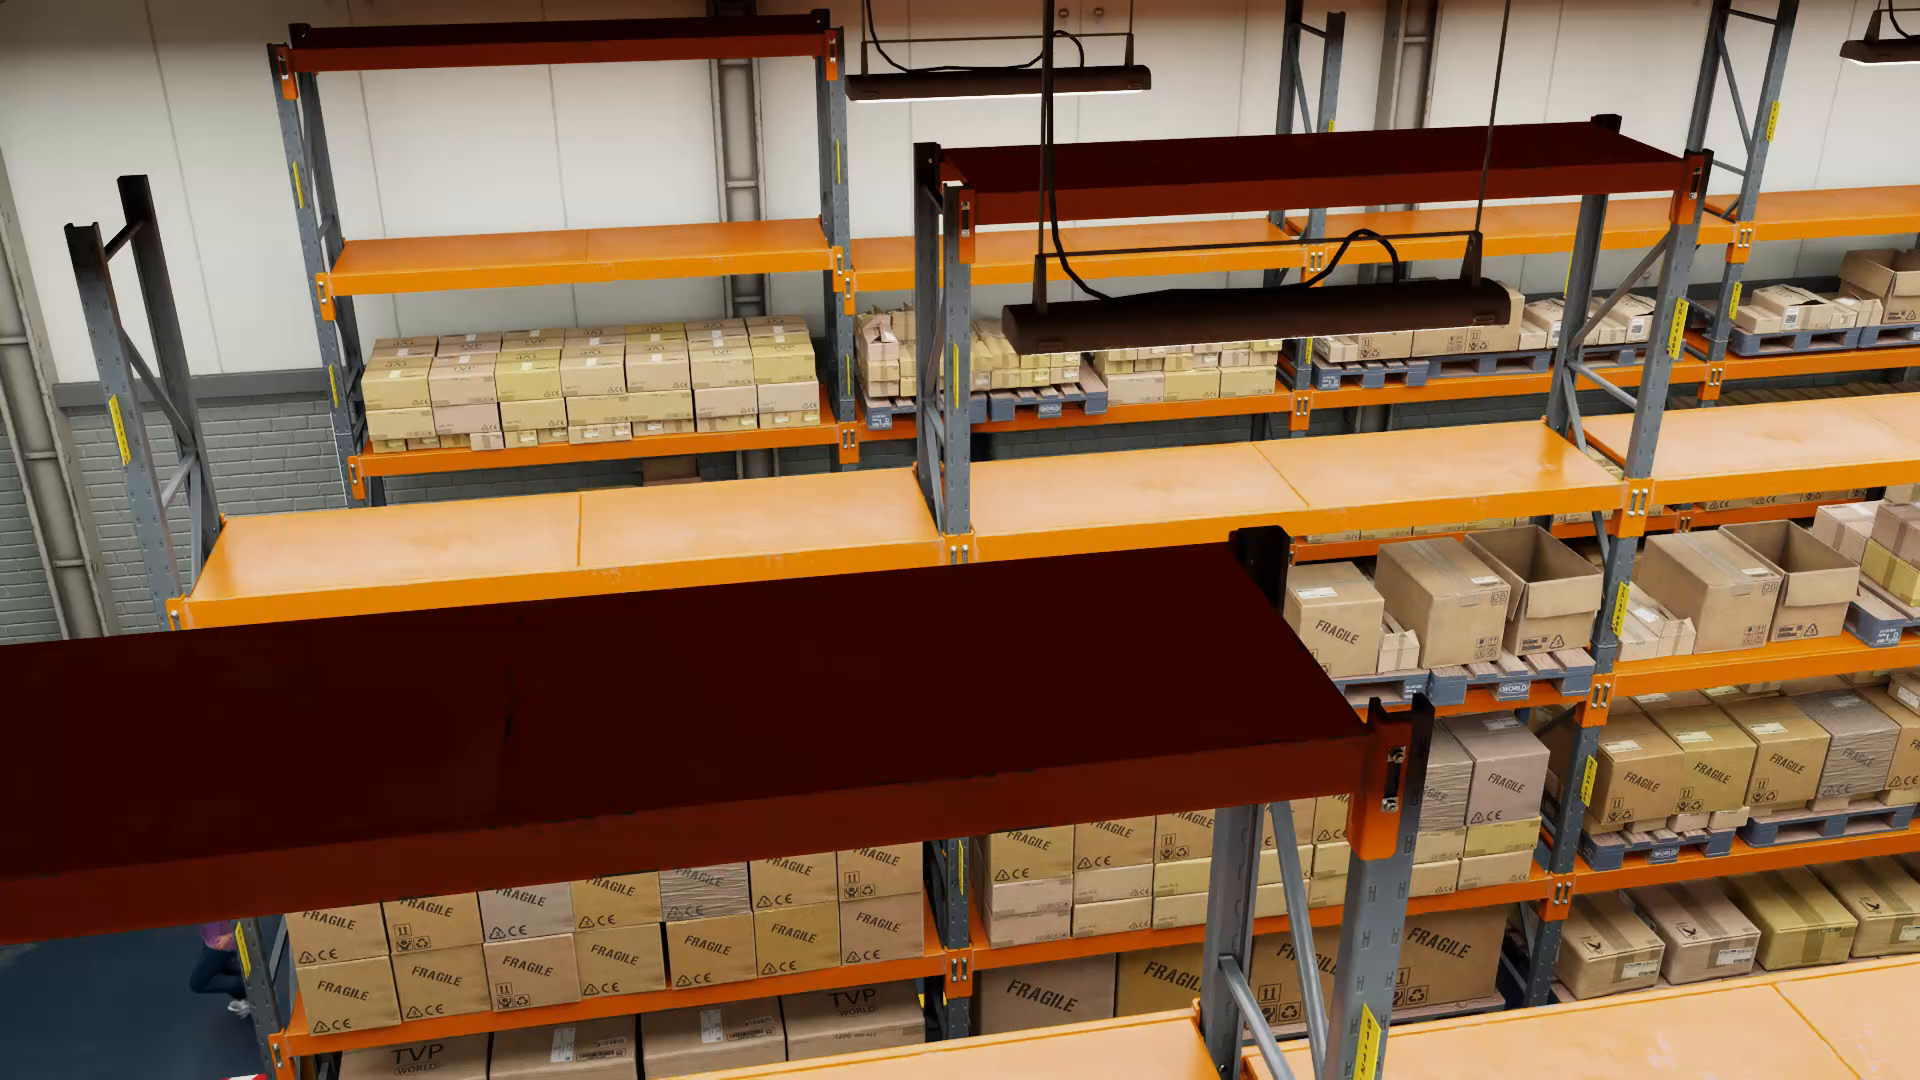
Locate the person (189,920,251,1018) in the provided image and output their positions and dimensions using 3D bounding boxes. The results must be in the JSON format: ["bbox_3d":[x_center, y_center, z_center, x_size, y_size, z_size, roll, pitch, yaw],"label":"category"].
[{"bbox_3d":[-4.933,2.691,11.066,0.543,1.441,0.543,-18,31,-33],"label":"person"}]
